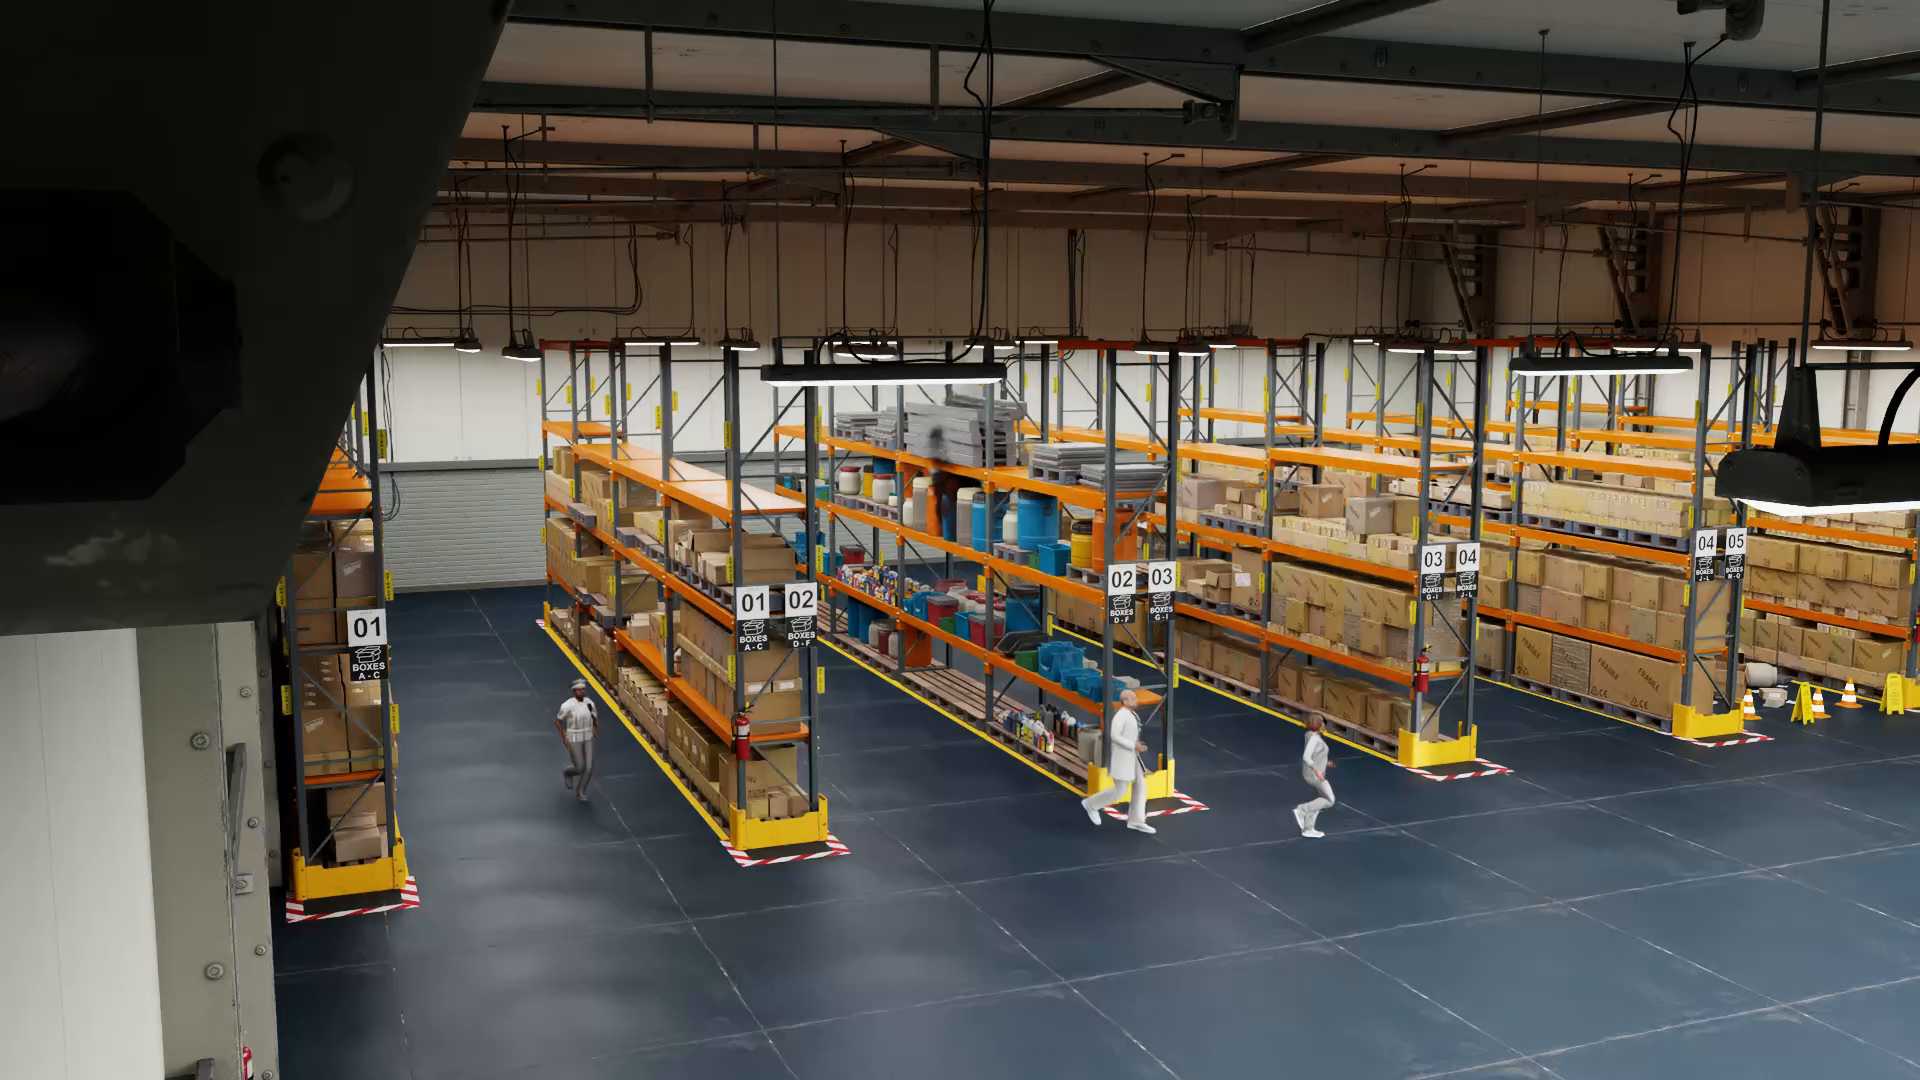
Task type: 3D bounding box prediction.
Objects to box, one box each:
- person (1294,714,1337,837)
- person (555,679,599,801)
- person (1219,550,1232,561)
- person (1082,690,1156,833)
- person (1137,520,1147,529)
[{"bbox_3d":[4.388,2.910,20.521,0.545,1.552,0.537,0,7,3],"label":"person"},{"bbox_3d":[-5.050,2.647,22.116,0.574,1.649,0.561,-5,9,-36],"label":"person"},{"bbox_3d":[6.924,-0.059,42.388,0.995,1.831,0.728,-2,8,-16],"label":"person"},{"bbox_3d":[2.044,2.753,20.890,0.951,1.768,0.736,3,8,23],"label":"person"},{"bbox_3d":[4.354,0.120,41.279,0.590,1.690,0.750,-2,8,-15],"label":"person"}]
